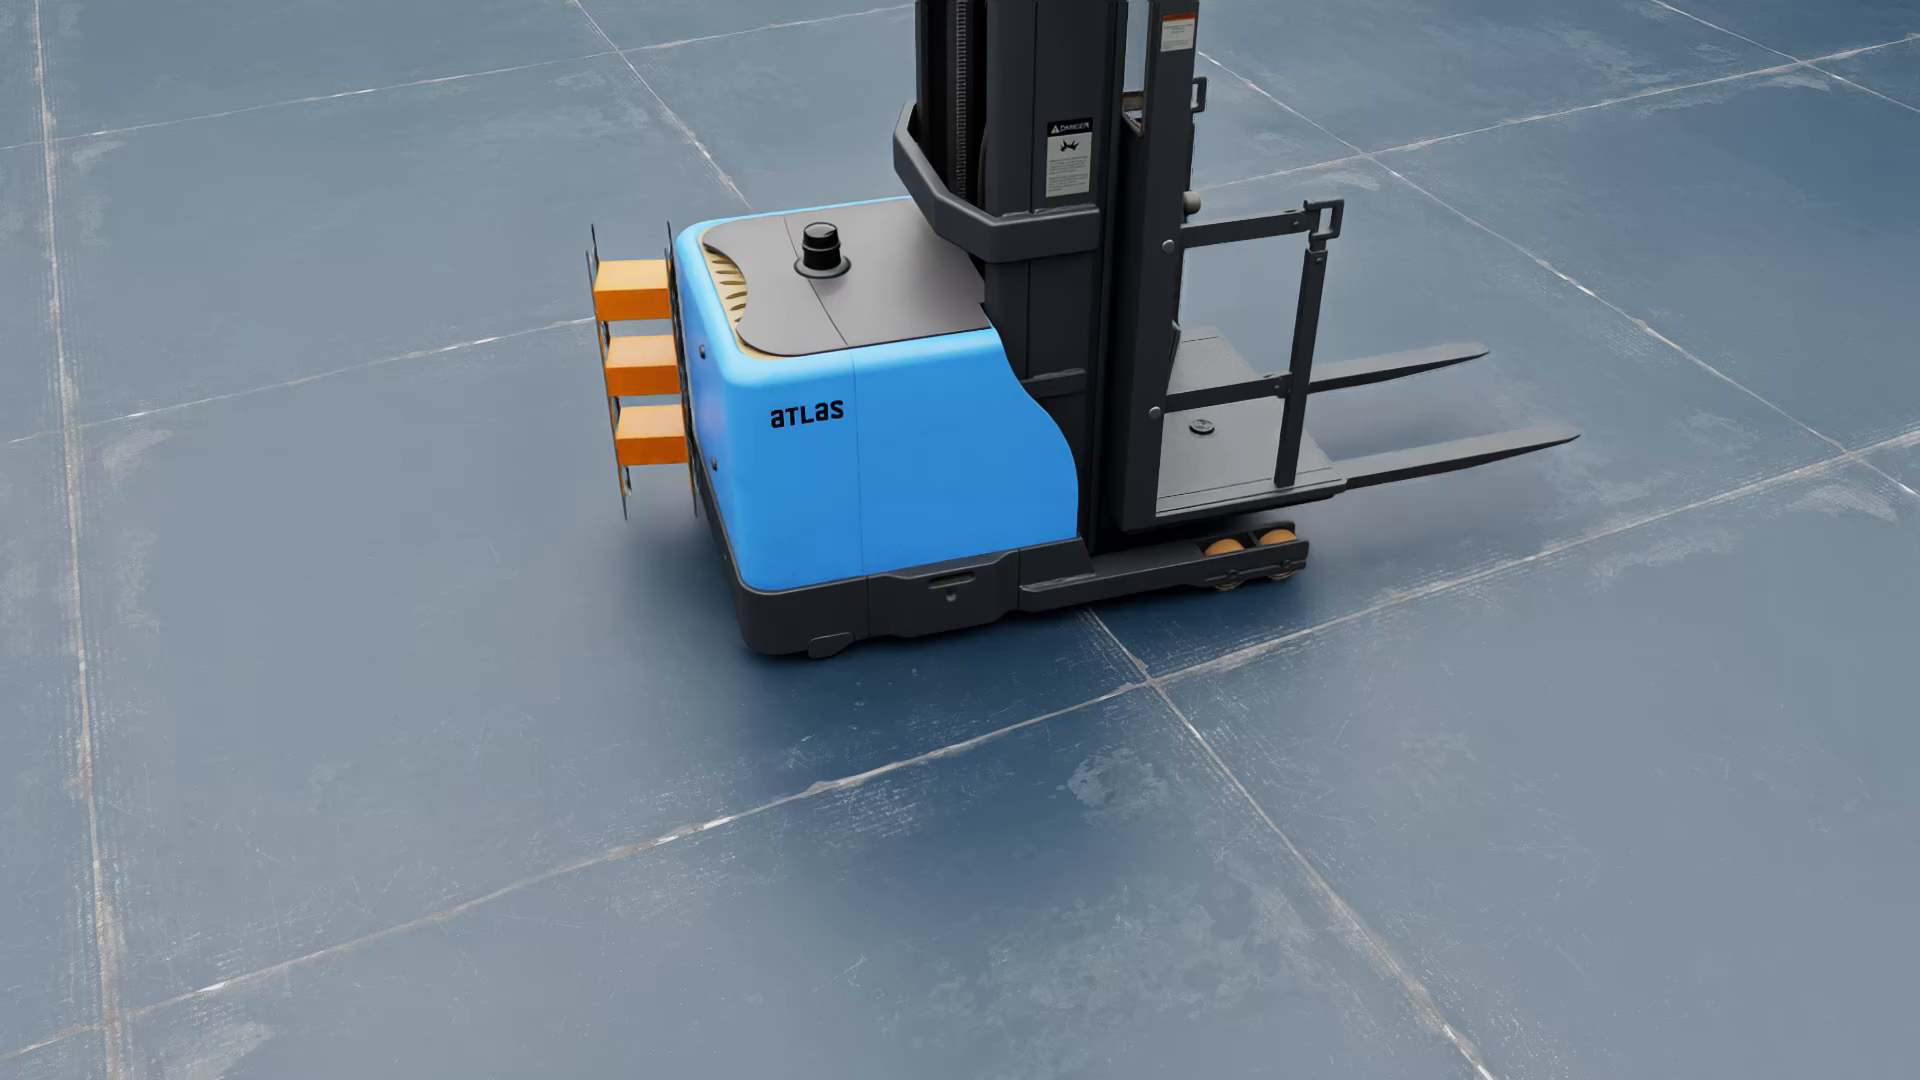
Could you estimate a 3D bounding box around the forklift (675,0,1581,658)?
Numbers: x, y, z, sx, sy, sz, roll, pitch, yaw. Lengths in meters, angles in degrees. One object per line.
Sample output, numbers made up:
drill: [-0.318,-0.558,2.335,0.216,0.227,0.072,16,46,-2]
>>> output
forklift: [0.655,-1.305,5.049,3.031,2.935,1.130,-10,38,-13]

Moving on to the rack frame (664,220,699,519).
rack frame: [-0.936,-0.556,5.619,0.008,1.050,0.200,-3,37,-4]

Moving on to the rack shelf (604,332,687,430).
rack shelf: [-1.057,-0.542,5.617,0.240,0.259,0.215,-3,37,-4]

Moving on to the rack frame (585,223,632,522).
rack frame: [-1.179,-0.544,5.602,0.008,1.050,0.200,-3,37,-4]

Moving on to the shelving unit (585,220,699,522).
shelving unit: [-1.057,-0.550,5.610,0.252,1.050,0.215,-3,37,-4]

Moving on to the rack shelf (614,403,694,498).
rack shelf: [-1.057,-0.318,5.782,0.240,0.259,0.215,-3,37,-4]

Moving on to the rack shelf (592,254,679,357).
rack shelf: [-1.057,-0.770,5.448,0.240,0.259,0.215,-3,37,-4]
